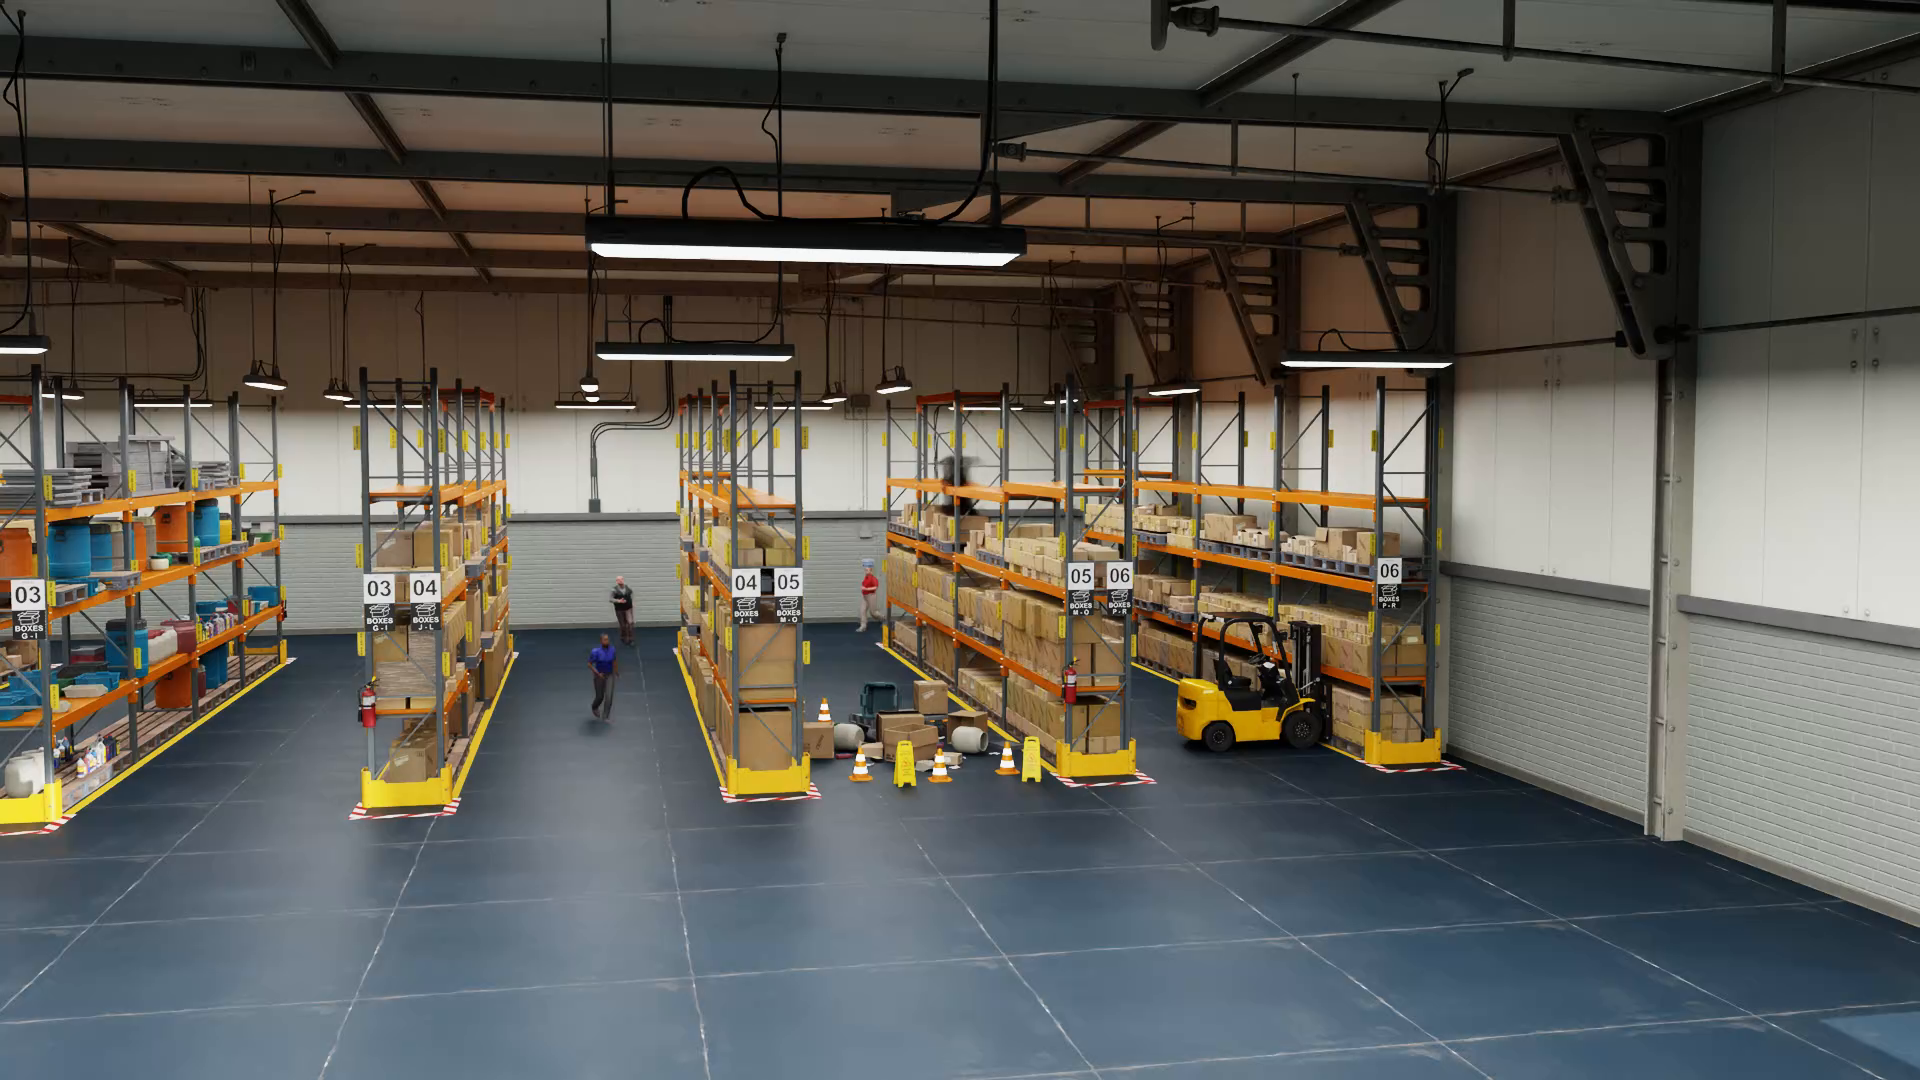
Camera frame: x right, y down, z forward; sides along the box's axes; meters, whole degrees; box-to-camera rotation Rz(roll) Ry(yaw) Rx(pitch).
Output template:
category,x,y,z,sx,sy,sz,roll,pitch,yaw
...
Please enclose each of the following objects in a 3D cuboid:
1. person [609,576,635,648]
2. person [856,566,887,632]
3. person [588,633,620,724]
category,x,y,z,sx,sy,sz,roll,pitch,yaw
person,-8.179,1.722,40.313,0.638,1.698,0.957,-1,4,-21
person,-2.328,1.542,43.493,0.933,1.706,0.675,-2,4,-34
person,-6.375,2.447,29.612,0.574,1.609,0.736,-2,4,-29
